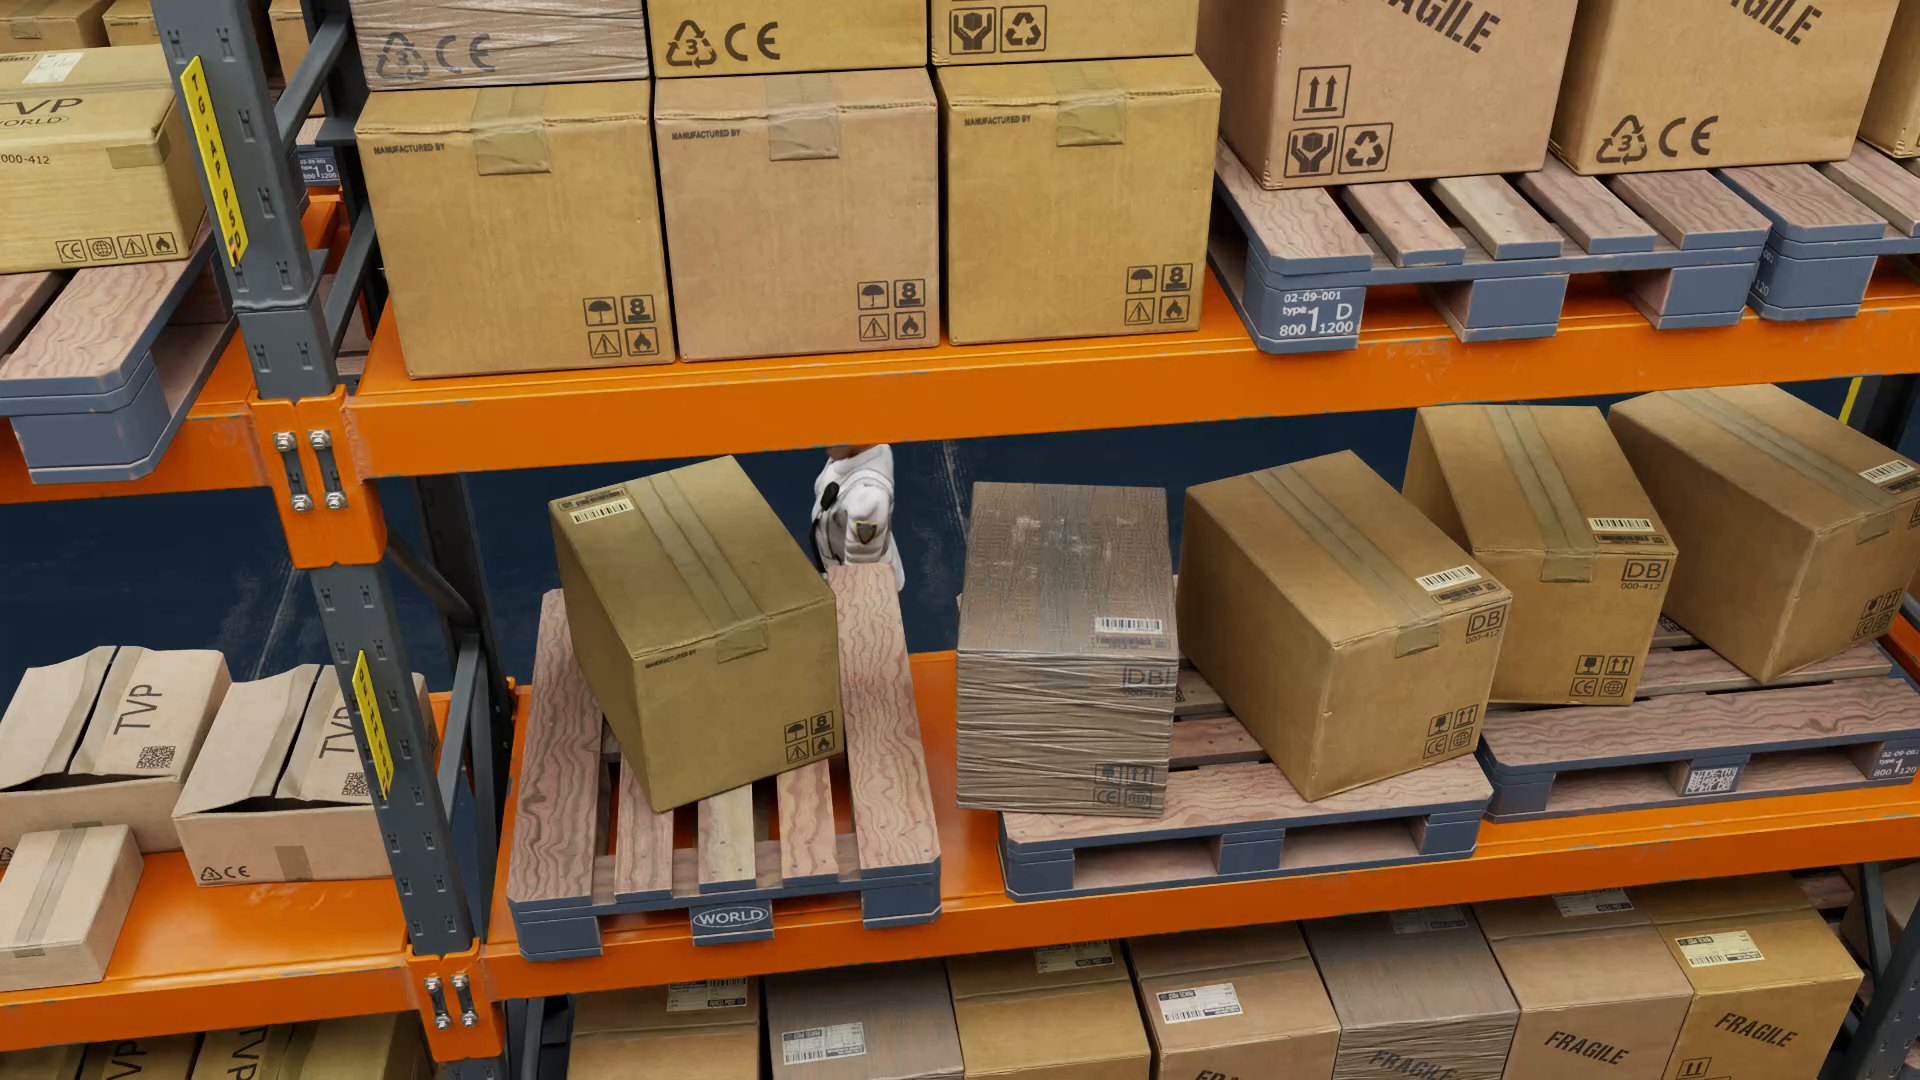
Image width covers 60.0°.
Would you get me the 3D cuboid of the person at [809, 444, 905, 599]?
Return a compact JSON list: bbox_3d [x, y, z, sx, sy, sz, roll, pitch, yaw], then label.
[{"bbox_3d":[-0.359,0.184,5.891,0.327,1.661,0.475,-4,35,-5],"label":"person"}]
